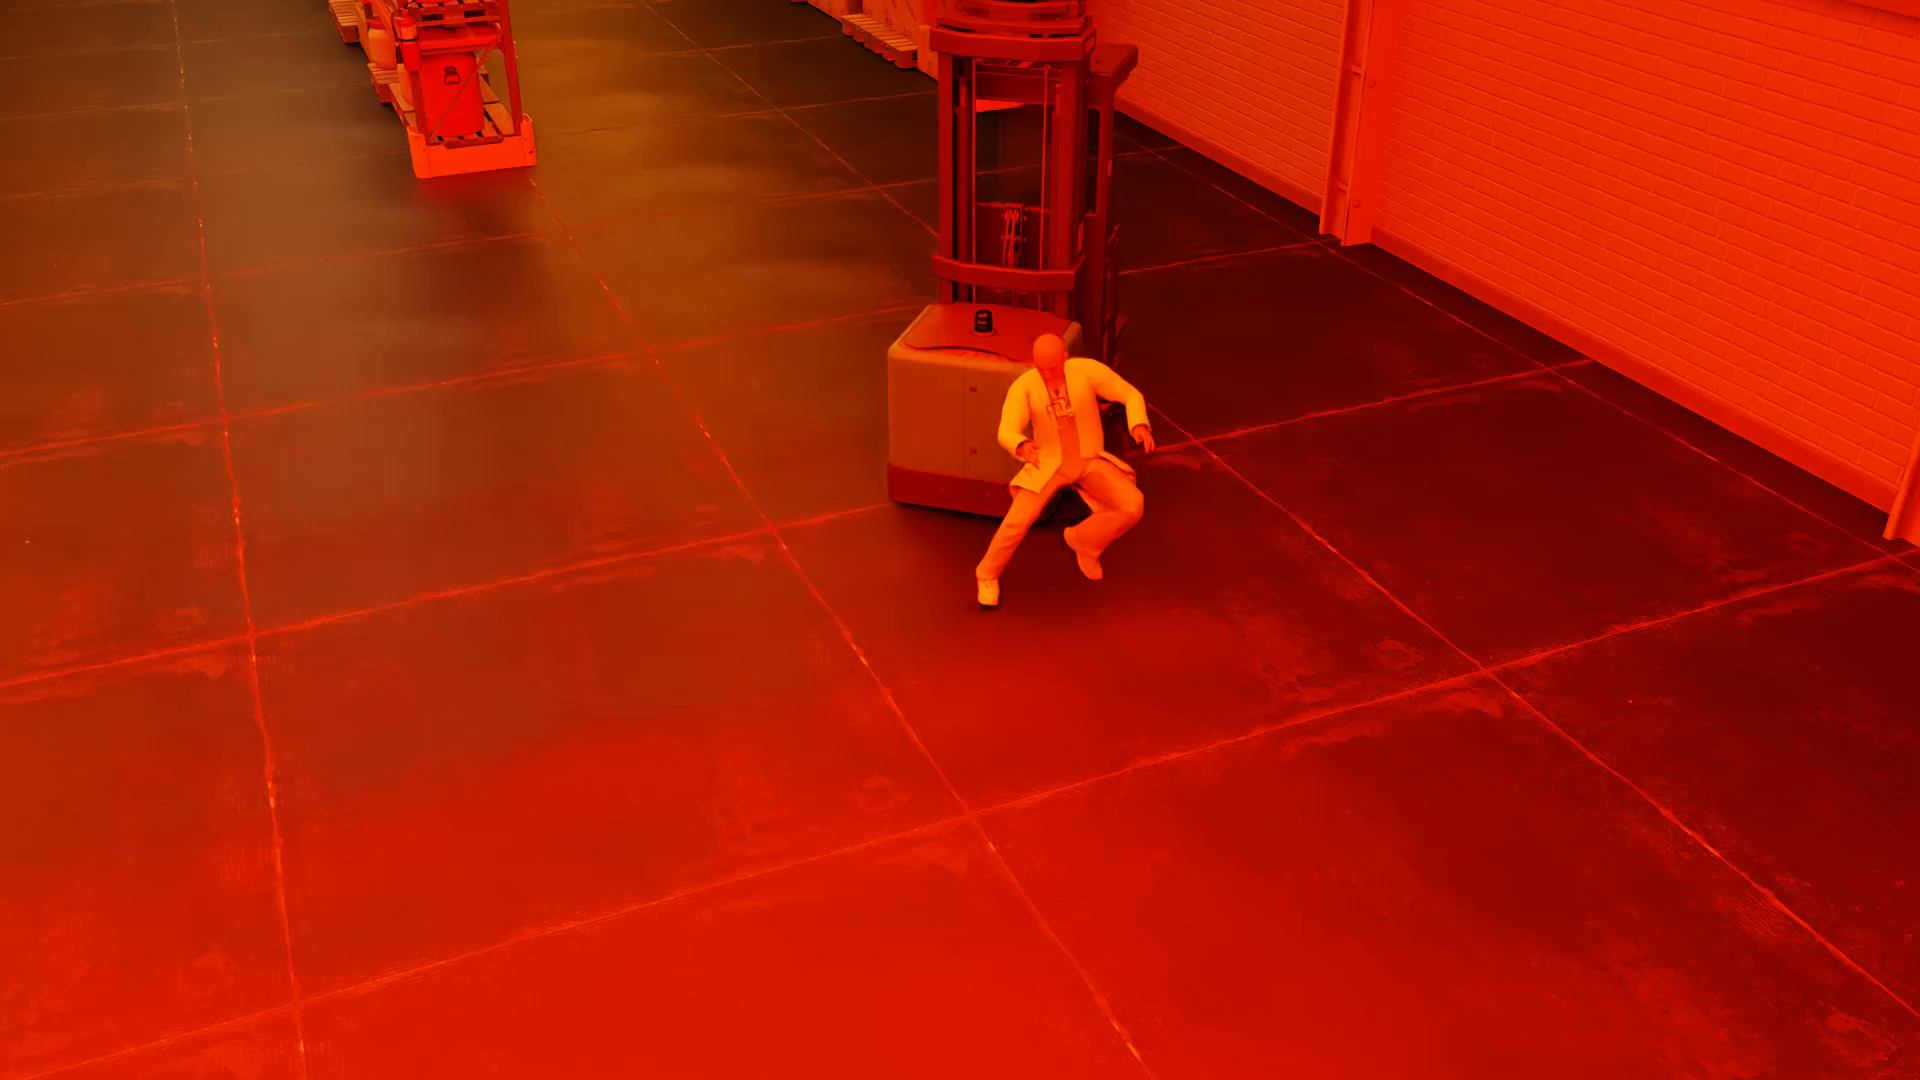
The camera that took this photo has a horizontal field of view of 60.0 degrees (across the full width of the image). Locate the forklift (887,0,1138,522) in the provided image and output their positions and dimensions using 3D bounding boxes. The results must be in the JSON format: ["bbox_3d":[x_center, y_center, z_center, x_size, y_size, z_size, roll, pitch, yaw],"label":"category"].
[{"bbox_3d":[0.481,-2.100,10.792,1.130,2.935,3.031,9,31,15],"label":"forklift"}]

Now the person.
[{"bbox_3d":[0.565,-0.365,9.182,0.949,1.517,0.827,0,30,0],"label":"person"}]
